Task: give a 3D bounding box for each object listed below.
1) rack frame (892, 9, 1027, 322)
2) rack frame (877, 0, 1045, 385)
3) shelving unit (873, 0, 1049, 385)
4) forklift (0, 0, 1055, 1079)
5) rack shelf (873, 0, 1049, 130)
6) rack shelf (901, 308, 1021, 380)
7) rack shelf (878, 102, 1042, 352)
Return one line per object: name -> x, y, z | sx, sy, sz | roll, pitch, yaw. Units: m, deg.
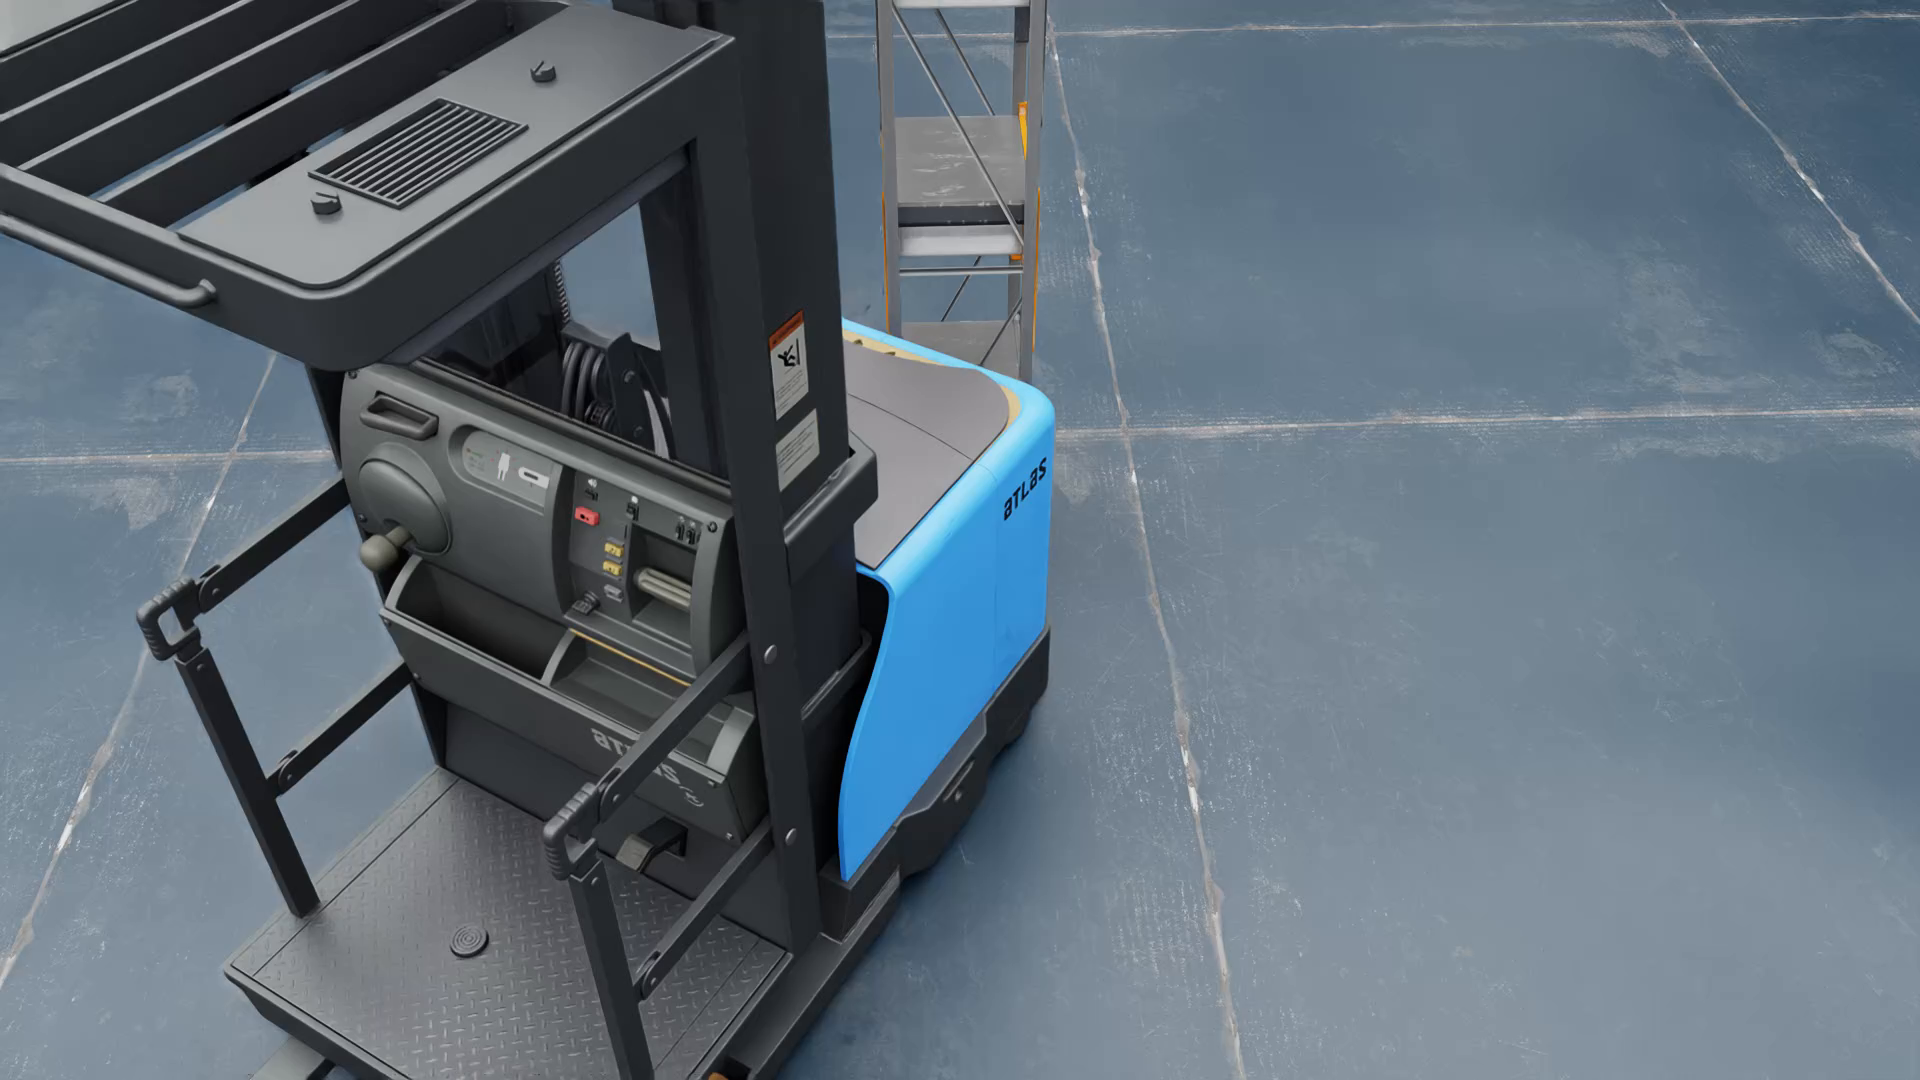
rack frame -> -0.017, -1.051, 4.842 | 0.400, 2.100, 0.015 | -2, 43, -2
rack frame -> 0.003, -0.721, 4.483 | 0.400, 2.100, 0.015 | -2, 43, -2
shelving unit -> -0.007, -0.886, 4.662 | 0.431, 2.100, 0.503 | -2, 43, -2
forklift -> -0.937, 0.041, 3.036 | 1.130, 2.935, 3.031 | 22, 47, 22
rack shelf -> -0.007, -1.392, 4.199 | 0.431, 0.518, 0.480 | -2, 43, -2
rack shelf -> -0.007, -0.360, 5.145 | 0.431, 0.518, 0.480 | -2, 43, -2
rack shelf -> -0.007, -0.876, 4.672 | 0.431, 0.518, 0.480 | -2, 43, -2
